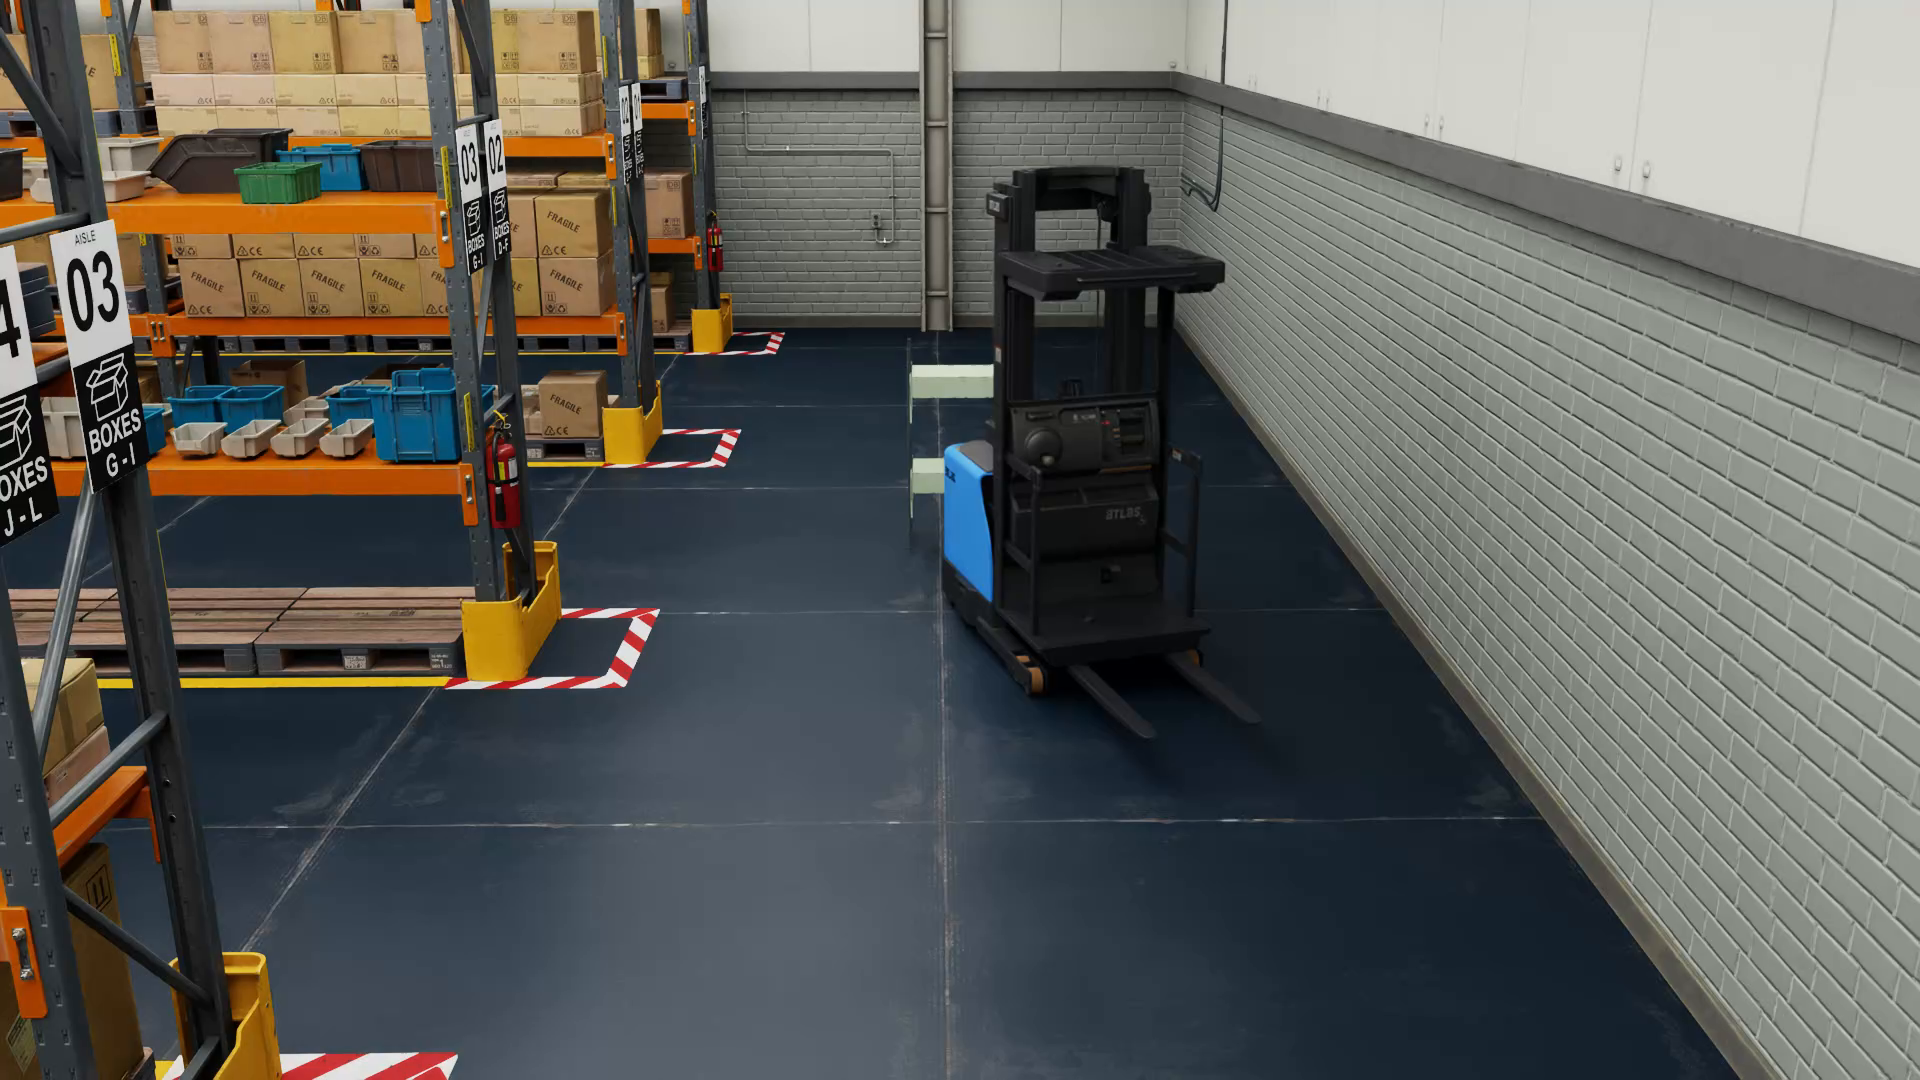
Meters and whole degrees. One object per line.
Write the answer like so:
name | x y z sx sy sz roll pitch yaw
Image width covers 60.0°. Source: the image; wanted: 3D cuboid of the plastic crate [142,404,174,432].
plastic crate | -5.077 -0.743 10.287 0.466 0.136 0.293 0 18 -1

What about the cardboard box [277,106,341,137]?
cardboard box | -5.398 -3.540 14.006 0.500 0.250 0.500 0 18 -1

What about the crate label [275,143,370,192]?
crate label | -3.741 -2.211 9.862 0.502 0.251 0.408 0 18 -1

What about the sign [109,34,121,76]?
sign | -6.875 -3.945 13.534 0.005 0.325 0.100 0 18 -1

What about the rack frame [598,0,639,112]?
rack frame | -2.888 -5.129 13.804 0.127 3.000 1.000 0 18 -1

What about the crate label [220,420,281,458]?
crate label | -4.194 -0.597 9.832 0.243 0.136 0.396 0 18 -1

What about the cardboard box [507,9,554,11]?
cardboard box | -4.720 -5.656 18.523 0.500 0.500 0.500 -1 18 -3

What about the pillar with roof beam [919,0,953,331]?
pillar with roof beam | -0.216 -5.604 15.285 0.400 9.000 9.100 0 18 -1

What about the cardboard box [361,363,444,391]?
cardboard box | -5.009 -1.284 15.007 0.637 0.503 0.797 0 18 -1

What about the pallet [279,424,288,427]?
pallet | -6.201 -0.928 15.095 1.213 0.211 1.003 0 18 -1

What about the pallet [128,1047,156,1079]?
pallet | -3.534 2.109 5.628 1.213 0.211 1.003 0 18 -1

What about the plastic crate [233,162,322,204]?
plastic crate | -3.796 -1.995 9.291 0.336 0.188 0.450 0 18 -1

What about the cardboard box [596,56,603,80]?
cardboard box | -4.219 -5.302 18.649 0.500 0.250 0.500 -1 18 -3

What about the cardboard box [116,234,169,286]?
cardboard box | -7.365 -2.566 14.786 0.500 0.500 0.700 -6 19 -19

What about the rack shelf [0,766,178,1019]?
rack shelf | -4.735 1.106 5.368 4.000 0.370 1.077 0 18 -1

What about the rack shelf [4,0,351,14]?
rack shelf | -8.969 -6.080 18.601 4.000 0.370 1.077 0 18 -1

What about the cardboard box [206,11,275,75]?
cardboard box | -5.900 -4.178 13.950 0.500 0.500 0.700 0 18 -1

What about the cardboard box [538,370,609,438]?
cardboard box | -3.428 -1.214 14.792 0.500 0.500 0.500 0 18 -1

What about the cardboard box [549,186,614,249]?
cardboard box | -3.336 -2.874 14.796 0.500 0.500 0.500 0 18 1

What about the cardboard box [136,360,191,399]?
cardboard box | -7.375 -1.344 15.199 0.500 0.500 0.500 -1 18 -3

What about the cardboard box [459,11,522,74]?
cardboard box | -3.903 -4.240 14.143 0.500 0.500 0.700 0 18 -1

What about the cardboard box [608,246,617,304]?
cardboard box | -3.336 -2.398 14.949 0.500 0.500 0.500 0 18 0

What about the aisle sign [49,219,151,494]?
aisle sign | -2.668 -0.576 5.178 0.004 0.787 0.394 0 18 -1

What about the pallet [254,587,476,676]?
pallet | -3.639 0.561 10.454 1.213 0.211 1.003 0 18 -1

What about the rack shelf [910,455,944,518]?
rack shelf | -0.007 -0.404 12.418 0.720 0.370 0.431 0 18 -1

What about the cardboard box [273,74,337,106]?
cardboard box | -5.398 -3.776 13.925 0.500 0.250 0.500 0 18 -1

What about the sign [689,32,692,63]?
sign | -2.976 -5.431 18.338 0.005 0.325 0.100 0 18 -1

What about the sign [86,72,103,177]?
sign | -2.738 -1.298 5.213 0.005 0.325 0.100 0 18 -1

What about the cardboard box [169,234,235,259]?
cardboard box | -6.412 -2.693 14.231 0.500 0.500 0.500 0 18 1

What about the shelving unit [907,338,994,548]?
shelving unit | -0.007 -0.714 12.318 0.755 1.500 0.431 0 18 -1

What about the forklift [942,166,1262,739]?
forklift | 0.817 -0.627 9.702 1.130 2.935 3.031 -6 19 -17

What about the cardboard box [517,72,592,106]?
cardboard box | -3.398 -3.787 13.958 0.500 0.250 0.500 0 18 -1

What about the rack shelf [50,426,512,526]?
rack shelf | -4.814 -0.407 10.084 4.000 0.370 1.077 0 18 -1

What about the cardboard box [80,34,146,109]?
cardboard box | -7.393 -3.996 14.169 0.600 0.600 0.600 -2 18 -6

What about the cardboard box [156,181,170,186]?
cardboard box | -8.939 -3.876 19.036 0.500 0.500 0.500 0 18 1

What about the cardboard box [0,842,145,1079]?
cardboard box | -3.374 1.593 5.463 0.875 0.875 0.875 0 18 -1

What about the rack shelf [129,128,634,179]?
rack shelf | -4.888 -3.348 14.342 4.000 0.370 1.077 0 18 -1

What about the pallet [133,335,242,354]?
pallet | -8.963 -2.404 19.697 1.213 0.211 1.003 0 18 -1

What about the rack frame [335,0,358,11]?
rack frame | -6.970 -6.622 18.460 0.127 3.000 1.000 0 18 -1

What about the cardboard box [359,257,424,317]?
cardboard box | -4.853 -2.228 14.418 0.500 0.500 0.500 -1 18 -2

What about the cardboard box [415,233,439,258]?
cardboard box | -4.352 -2.703 14.263 0.500 0.500 0.500 0 18 1

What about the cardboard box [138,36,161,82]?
cardboard box | -8.909 -5.475 18.910 0.500 0.500 0.700 0 18 -1

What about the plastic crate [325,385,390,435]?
plastic crate | -3.724 -0.804 10.320 0.300 0.233 0.416 0 18 -1

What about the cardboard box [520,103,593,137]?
cardboard box | -3.398 -3.546 14.026 0.500 0.250 0.500 0 18 -1

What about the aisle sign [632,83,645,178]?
aisle sign | -2.825 -3.600 14.603 0.004 0.787 0.394 0 18 -1

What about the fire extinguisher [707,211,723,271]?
fire extinguisher | -2.812 -3.430 19.068 0.183 0.674 0.296 0 18 -1

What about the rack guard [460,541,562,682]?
rack guard | -2.790 0.427 10.398 0.348 0.500 1.175 0 18 -1

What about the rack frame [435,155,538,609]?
rack frame | -2.814 -0.759 10.004 0.127 3.000 1.000 0 18 -1
